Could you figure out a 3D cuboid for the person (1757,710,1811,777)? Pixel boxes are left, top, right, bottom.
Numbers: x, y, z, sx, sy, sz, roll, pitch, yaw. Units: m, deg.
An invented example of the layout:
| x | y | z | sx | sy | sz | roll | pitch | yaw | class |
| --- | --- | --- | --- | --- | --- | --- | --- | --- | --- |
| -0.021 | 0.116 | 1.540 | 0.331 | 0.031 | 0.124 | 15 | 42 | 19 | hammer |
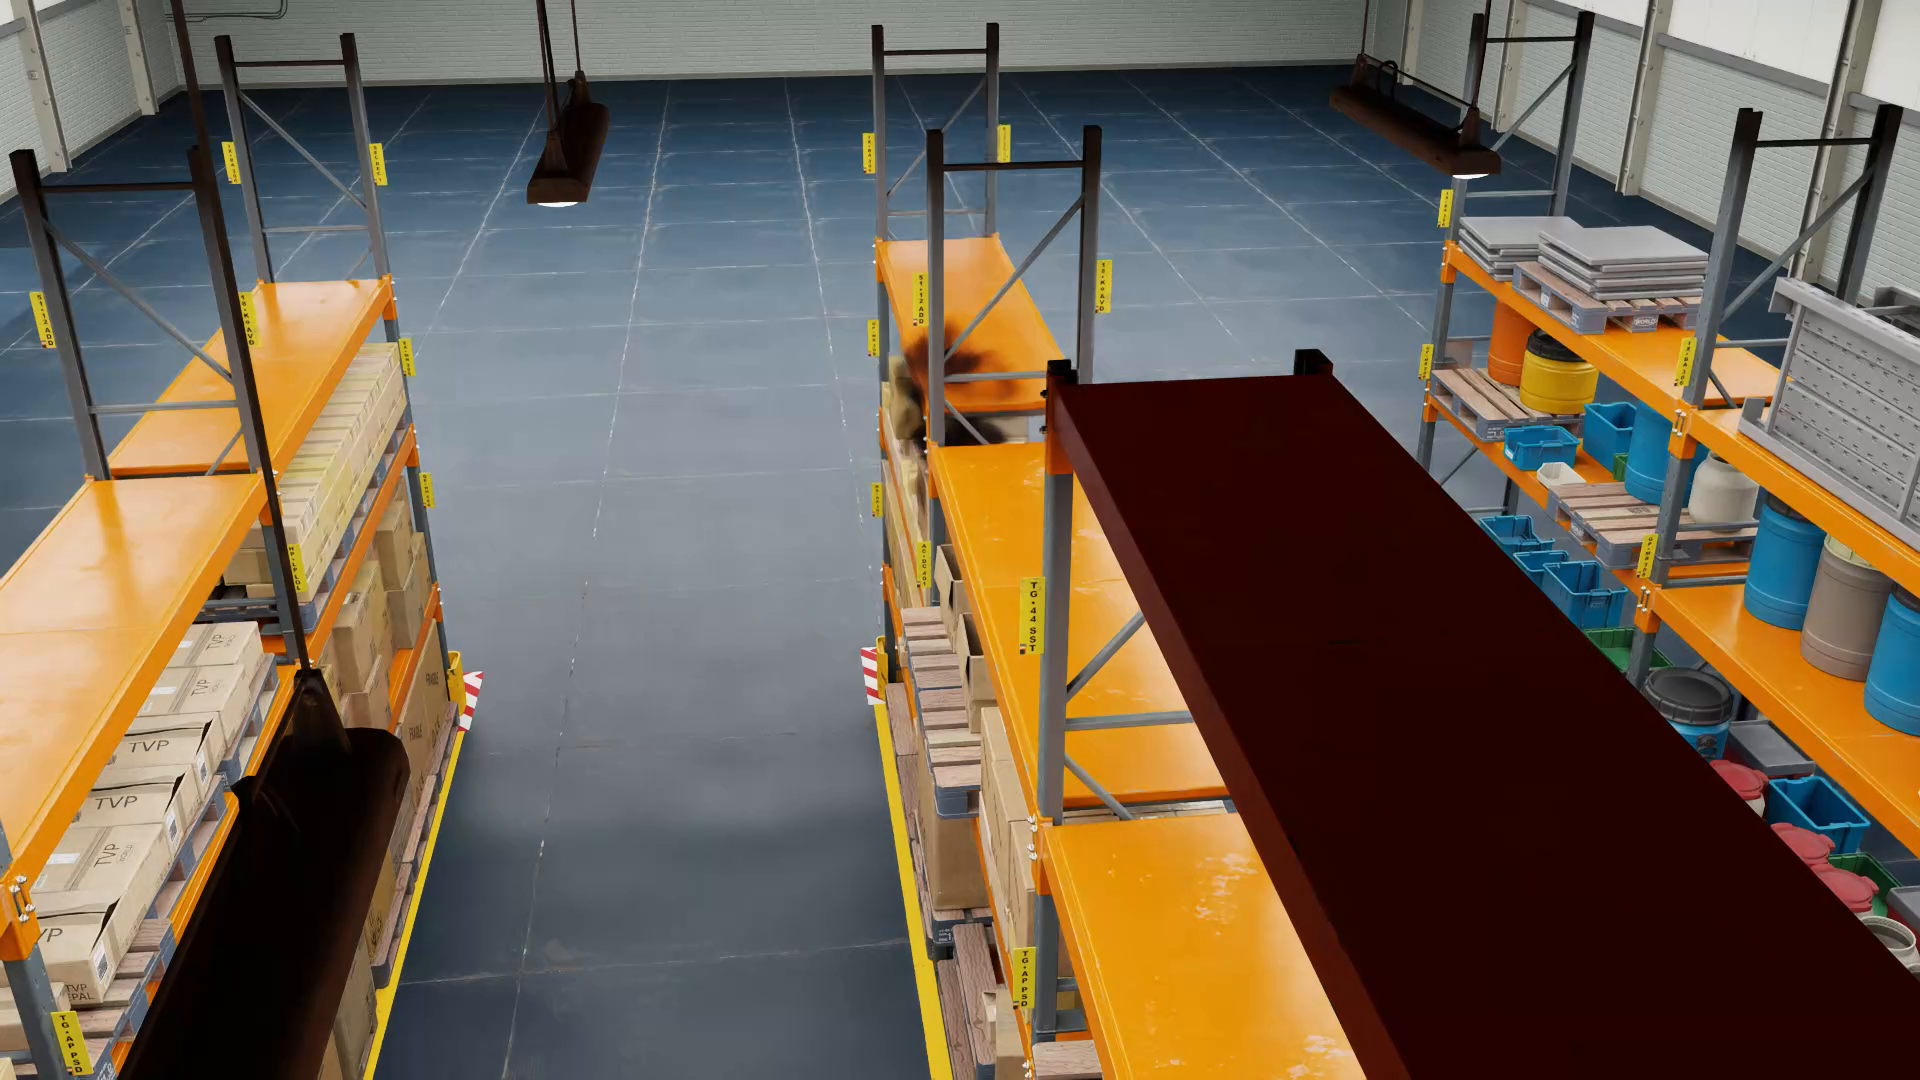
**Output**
| x | y | z | sx | sy | sz | roll | pitch | yaw | class |
| --- | --- | --- | --- | --- | --- | --- | --- | --- | --- |
| 6.713 | 1.385 | 13.593 | 0.718 | 1.770 | 0.869 | 1 | 26 | 2 | person |
